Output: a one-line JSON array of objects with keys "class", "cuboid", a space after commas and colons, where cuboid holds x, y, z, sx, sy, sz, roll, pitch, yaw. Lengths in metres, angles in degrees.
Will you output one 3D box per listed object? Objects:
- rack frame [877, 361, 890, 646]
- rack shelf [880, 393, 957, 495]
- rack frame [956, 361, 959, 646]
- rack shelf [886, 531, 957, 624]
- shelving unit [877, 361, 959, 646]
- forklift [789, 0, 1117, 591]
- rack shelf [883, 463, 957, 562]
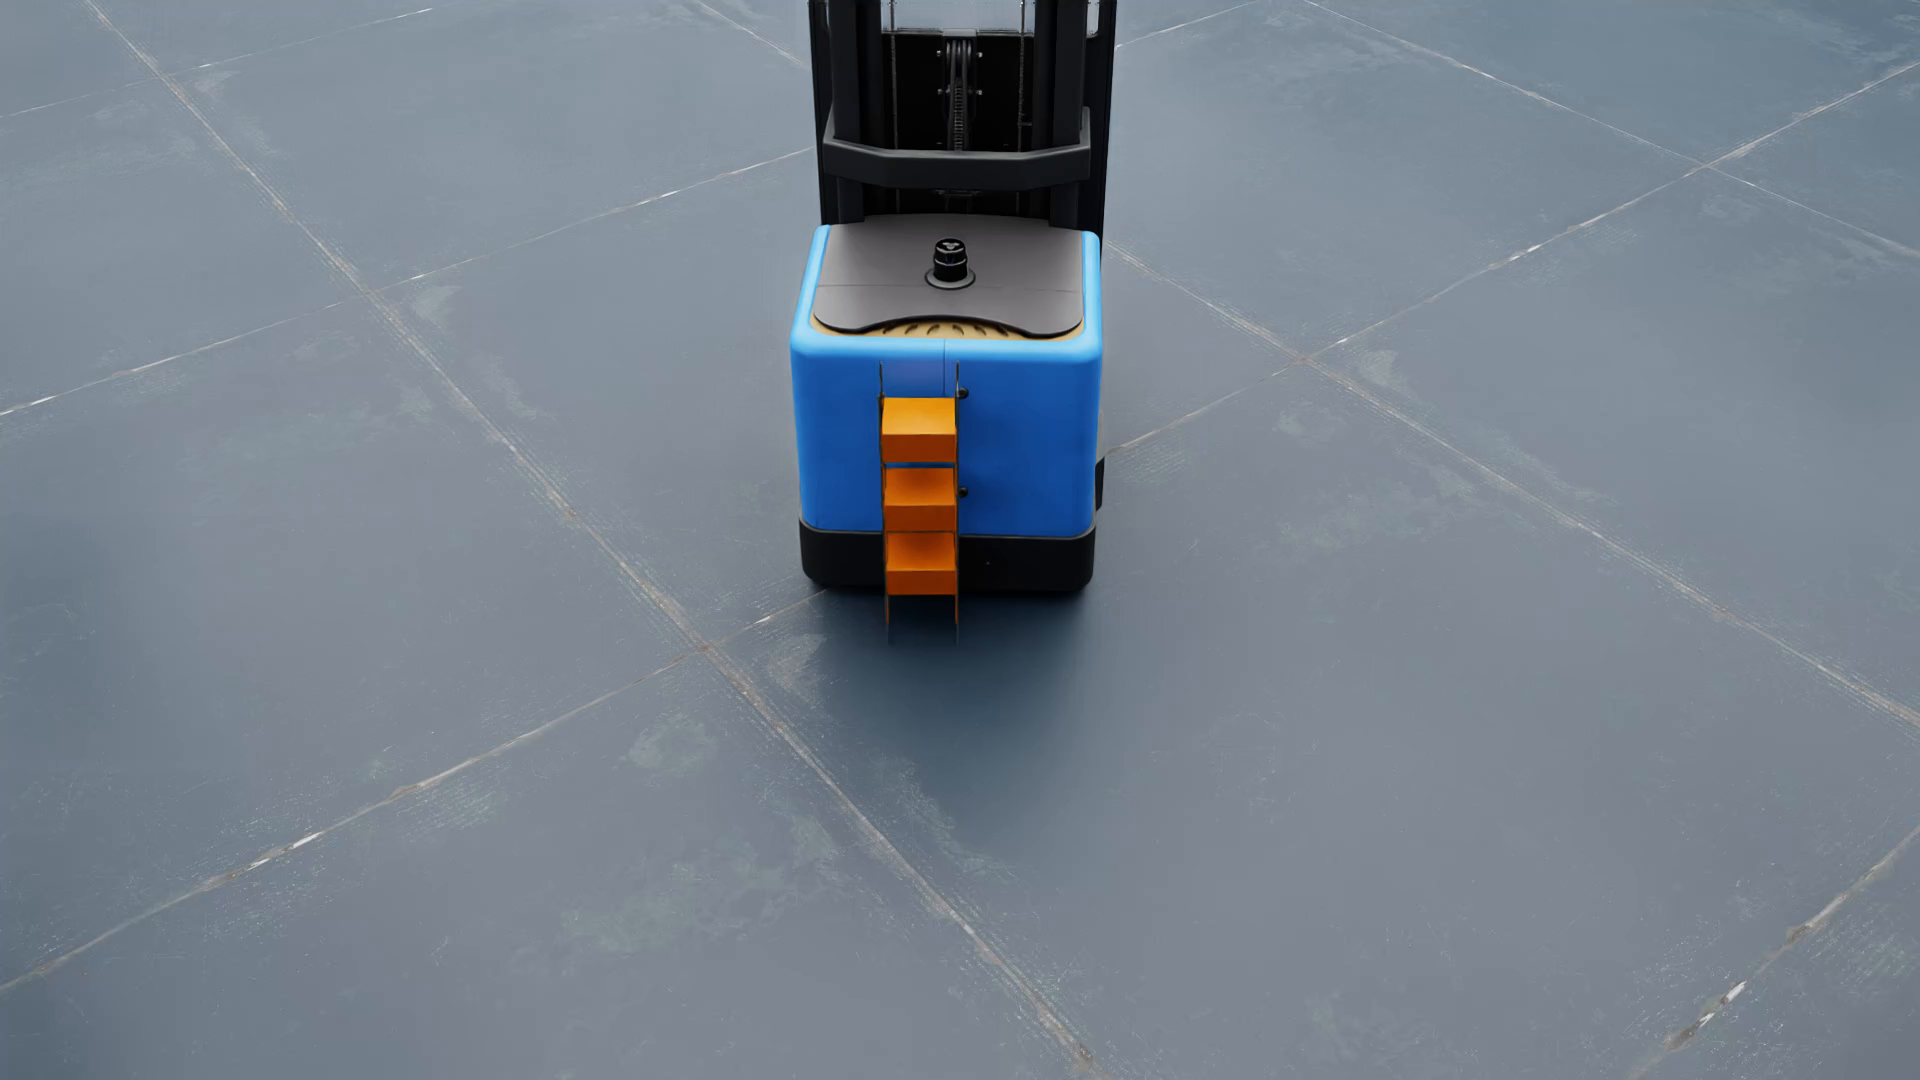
[{"class": "rack frame", "cuboid": [-0.252, -0.099, 5.542, 0.008, 1.050, 0.200, 0, 39, 0]}, {"class": "rack shelf", "cuboid": [-0.130, -0.310, 5.370, 0.240, 0.259, 0.215, 0, 39, 0]}, {"class": "rack frame", "cuboid": [-0.008, -0.100, 5.544, 0.008, 1.050, 0.200, 0, 39, 0]}, {"class": "rack shelf", "cuboid": [-0.130, 0.124, 5.726, 0.240, 0.259, 0.215, 0, 39, 0]}, {"class": "shelving unit", "cuboid": [-0.130, -0.099, 5.543, 0.252, 1.050, 0.215, 0, 39, 0]}, {"class": "forklift", "cuboid": [0.021, -1.866, 6.214, 1.130, 2.935, 3.031, 2, 39, 2]}, {"class": "rack shelf", "cuboid": [-0.130, -0.091, 5.550, 0.240, 0.259, 0.215, 0, 39, 0]}]
